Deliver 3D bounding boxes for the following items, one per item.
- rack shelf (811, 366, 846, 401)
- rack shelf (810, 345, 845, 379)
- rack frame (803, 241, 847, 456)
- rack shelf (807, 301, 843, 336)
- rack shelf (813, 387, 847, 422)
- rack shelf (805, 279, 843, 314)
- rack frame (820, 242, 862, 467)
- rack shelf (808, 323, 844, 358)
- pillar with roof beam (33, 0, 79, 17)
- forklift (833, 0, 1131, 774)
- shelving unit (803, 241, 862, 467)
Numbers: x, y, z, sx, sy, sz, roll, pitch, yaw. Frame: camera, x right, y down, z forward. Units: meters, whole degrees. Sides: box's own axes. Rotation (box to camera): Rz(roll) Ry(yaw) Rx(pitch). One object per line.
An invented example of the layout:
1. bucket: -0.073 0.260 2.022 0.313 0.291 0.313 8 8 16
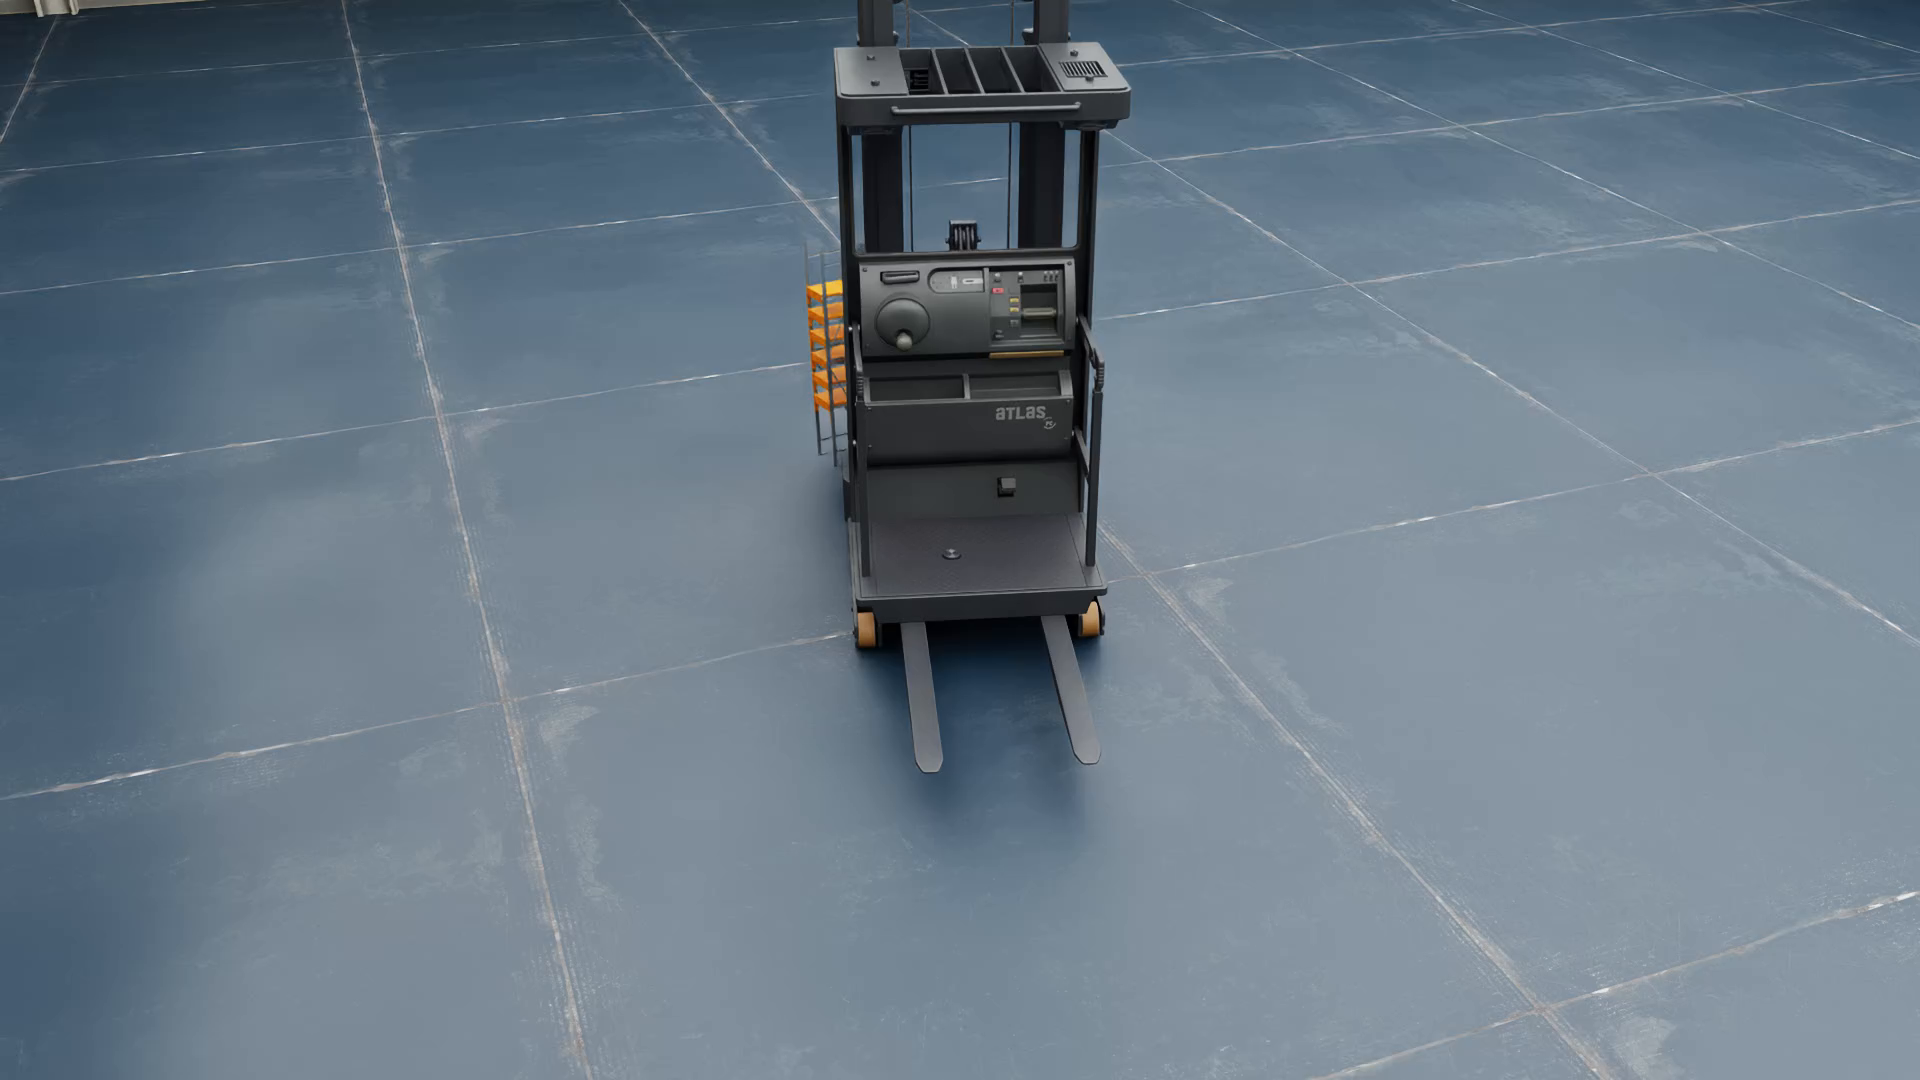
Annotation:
1. rack shelf: -0.633 -0.844 8.844 0.258 0.103 0.180 -17 31 -27
2. rack shelf: -0.636 -0.951 8.789 0.258 0.103 0.180 -17 31 -27
3. rack frame: -0.686 -1.025 8.838 0.240 1.200 0.006 -17 31 -27
4. rack shelf: -0.642 -1.164 8.679 0.258 0.103 0.180 -17 31 -27
5. rack shelf: -0.630 -0.738 8.899 0.258 0.103 0.180 -17 31 -27
6. rack shelf: -0.645 -1.271 8.624 0.258 0.103 0.180 -17 31 -27
7. rack frame: -0.589 -0.956 8.699 0.240 1.200 0.006 -17 31 -27
8. rack shelf: -0.639 -1.058 8.734 0.258 0.103 0.180 -17 31 -27
9. pillar with roof beam: -8.586 -7.815 12.876 0.400 9.000 9.100 -10 31 -18
10. forklift: 0.056 -0.965 6.983 1.130 2.935 3.031 -3 30 -4
11. shelving unit: -0.637 -0.990 8.768 0.258 1.200 0.189 -17 31 -27
